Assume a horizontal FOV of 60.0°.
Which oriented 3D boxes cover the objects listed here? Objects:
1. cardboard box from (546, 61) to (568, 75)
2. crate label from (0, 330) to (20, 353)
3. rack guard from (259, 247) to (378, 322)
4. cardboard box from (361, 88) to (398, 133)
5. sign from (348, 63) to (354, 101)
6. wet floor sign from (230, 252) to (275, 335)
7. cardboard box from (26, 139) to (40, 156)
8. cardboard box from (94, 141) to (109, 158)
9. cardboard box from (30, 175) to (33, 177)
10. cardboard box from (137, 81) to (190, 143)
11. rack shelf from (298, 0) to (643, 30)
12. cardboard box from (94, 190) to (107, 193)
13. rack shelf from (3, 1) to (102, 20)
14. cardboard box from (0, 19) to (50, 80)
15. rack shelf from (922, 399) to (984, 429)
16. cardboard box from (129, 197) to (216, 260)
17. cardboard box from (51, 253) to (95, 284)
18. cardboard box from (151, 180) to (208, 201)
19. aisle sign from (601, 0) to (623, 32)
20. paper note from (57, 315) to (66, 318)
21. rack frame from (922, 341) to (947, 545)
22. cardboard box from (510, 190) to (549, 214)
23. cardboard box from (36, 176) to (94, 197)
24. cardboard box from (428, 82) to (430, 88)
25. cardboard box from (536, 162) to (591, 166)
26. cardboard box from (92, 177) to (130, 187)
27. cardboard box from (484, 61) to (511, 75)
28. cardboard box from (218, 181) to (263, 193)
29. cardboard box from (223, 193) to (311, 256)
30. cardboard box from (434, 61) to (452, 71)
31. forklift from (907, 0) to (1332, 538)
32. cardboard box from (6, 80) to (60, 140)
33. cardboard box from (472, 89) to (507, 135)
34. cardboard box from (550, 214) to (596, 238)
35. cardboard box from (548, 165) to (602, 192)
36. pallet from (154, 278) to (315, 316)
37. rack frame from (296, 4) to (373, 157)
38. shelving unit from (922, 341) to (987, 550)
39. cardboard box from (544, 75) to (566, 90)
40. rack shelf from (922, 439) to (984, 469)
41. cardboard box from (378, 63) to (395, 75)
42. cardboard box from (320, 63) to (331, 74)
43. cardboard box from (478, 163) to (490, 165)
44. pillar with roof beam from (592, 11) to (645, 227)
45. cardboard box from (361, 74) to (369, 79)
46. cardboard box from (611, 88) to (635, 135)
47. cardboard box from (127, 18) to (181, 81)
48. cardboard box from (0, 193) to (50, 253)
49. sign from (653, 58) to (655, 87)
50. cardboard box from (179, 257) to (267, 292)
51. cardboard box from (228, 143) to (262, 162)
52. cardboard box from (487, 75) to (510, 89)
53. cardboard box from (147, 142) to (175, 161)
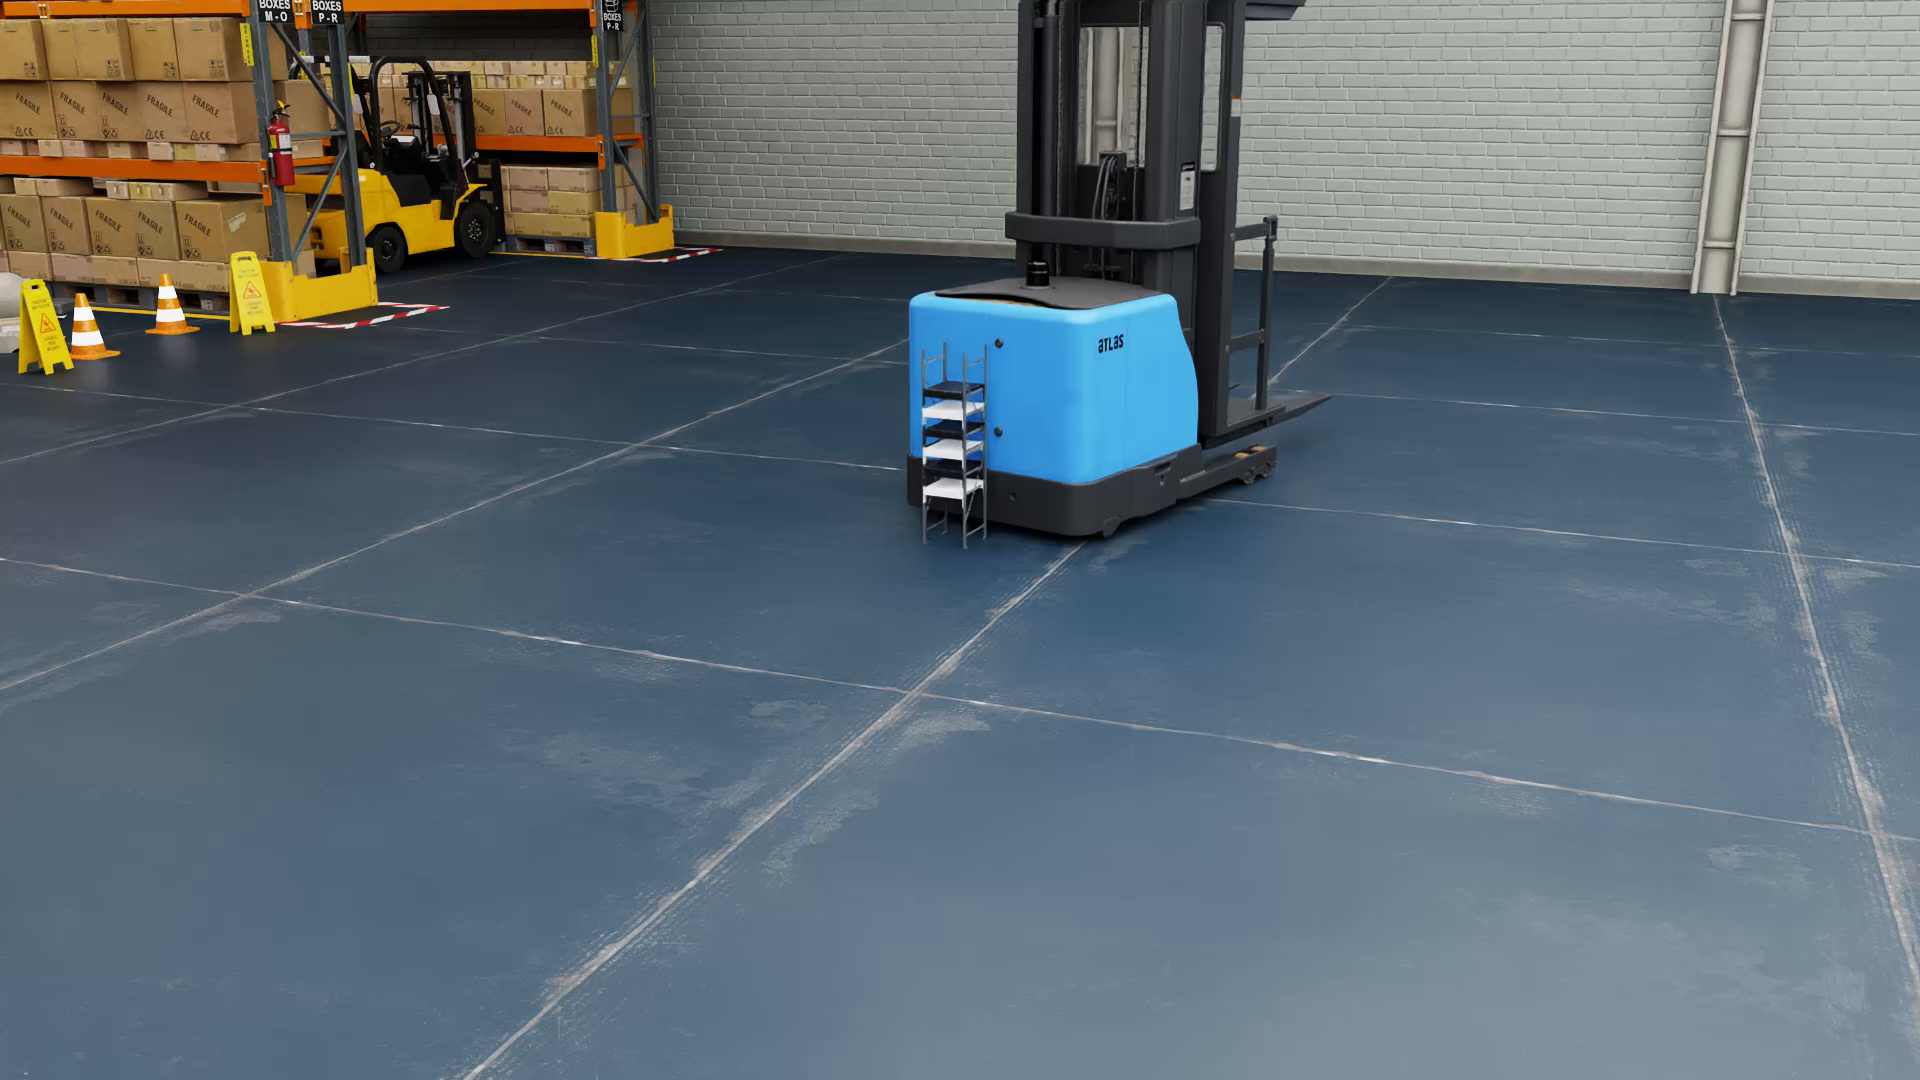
[{"bbox_3d":[-4.358,-5.216,18.385,0.250,0.149,0.380,6,17,21],"label":"cardboard box"},{"bbox_3d":[-7.243,-1.503,12.606,0.298,0.136,0.250,-2,16,-8],"label":"crate label"},{"bbox_3d":[-5.595,-2.234,14.473,0.348,0.500,1.175,6,17,21],"label":"rack guard"},{"bbox_3d":[-6.620,-5.010,19.371,0.500,0.500,0.500,7,17,22],"label":"cardboard box"},{"bbox_3d":[-5.325,-3.983,14.462,0.005,0.325,0.100,6,17,21],"label":"sign"},{"bbox_3d":[-5.740,-1.999,13.403,0.232,0.644,0.267,14,21,40],"label":"wet floor sign"},{"bbox_3d":[-8.081,-3.515,14.852,0.250,0.149,0.380,6,17,20],"label":"cardboard box"},{"bbox_3d":[-7.366,-3.450,14.630,0.250,0.149,0.380,6,17,21],"label":"cardboard box"},{"bbox_3d":[-12.083,-4.576,21.785,0.500,0.500,0.500,6,17,20],"label":"cardboard box"},{"bbox_3d":[-6.594,-3.654,14.168,0.500,0.500,0.500,6,17,21],"label":"cardboard box"},{"bbox_3d":[-5.567,-6.014,18.920,4.000,0.370,1.077,6,17,21],"label":"rack shelf"},{"bbox_3d":[-7.648,-2.983,15.402,0.500,0.500,0.500,7,18,24],"label":"cardboard box"},{"bbox_3d":[-13.009,-6.833,21.739,4.000,0.370,1.077,6,17,21],"label":"rack shelf"},{"bbox_3d":[-7.991,-4.290,14.563,0.500,0.500,0.700,6,17,19],"label":"cardboard box"},{"bbox_3d":[-0.024,-0.570,7.494,0.200,0.077,0.258,8,18,25],"label":"rack shelf"},{"bbox_3d":[-6.852,-2.735,14.548,0.500,0.500,0.500,7,18,23],"label":"cardboard box"},{"bbox_3d":[-7.800,-2.482,15.020,0.500,0.250,0.500,6,17,20],"label":"cardboard box"},{"bbox_3d":[-6.731,-3.014,14.346,0.250,0.149,0.380,7,18,22],"label":"cardboard box"},{"bbox_3d":[-3.753,-5.880,17.886,0.004,0.787,0.394,6,17,21],"label":"aisle sign"},{"bbox_3d":[-7.718,-1.902,14.171,0.148,0.019,0.142,0,16,1],"label":"paper note"},{"bbox_3d":[-0.115,-0.441,7.577,0.006,0.900,0.240,8,18,25],"label":"rack frame"},{"bbox_3d":[-4.737,-3.859,18.867,0.500,0.250,0.500,6,17,20],"label":"cardboard box"},{"bbox_3d":[-7.971,-3.151,14.819,0.250,0.149,0.380,7,18,24],"label":"cardboard box"},{"bbox_3d":[-6.047,-5.244,19.015,0.250,0.149,0.380,6,17,19],"label":"cardboard box"},{"bbox_3d":[-4.550,-4.224,19.230,0.500,0.250,0.500,6,17,21],"label":"cardboard box"},{"bbox_3d":[-10.573,-4.527,21.393,0.625,0.625,0.875,7,18,22],"label":"cardboard box"},{"bbox_3d":[-5.099,-5.279,18.600,0.250,0.149,0.380,7,18,22],"label":"cardboard box"},{"bbox_3d":[-8.636,-4.317,20.670,0.625,0.625,0.875,6,17,20],"label":"cardboard box"},{"bbox_3d":[-6.196,-2.825,14.857,0.500,0.500,0.500,6,17,19],"label":"cardboard box"},{"bbox_3d":[-5.774,-5.385,18.965,0.250,0.149,0.380,6,17,21],"label":"cardboard box"},{"bbox_3d":[1.028,-1.770,8.512,1.130,2.935,3.031,12,20,35],"label":"forklift"},{"bbox_3d":[-8.001,-3.810,14.703,0.500,0.500,0.500,6,17,20],"label":"cardboard box"},{"bbox_3d":[-5.217,-4.853,18.830,0.500,0.500,0.500,6,17,20],"label":"cardboard box"},{"bbox_3d":[-4.260,-3.562,18.742,0.500,0.250,0.500,6,17,21],"label":"cardboard box"},{"bbox_3d":[-4.249,-4.042,18.603,0.500,0.250,0.500,7,18,22],"label":"cardboard box"},{"bbox_3d":[-6.338,-2.188,14.831,1.213,0.211,1.003,6,17,21],"label":"pallet"},{"bbox_3d":[-7.428,-5.124,19.943,0.127,3.000,1.000,6,17,21],"label":"rack frame"},{"bbox_3d":[-0.023,-0.429,7.535,0.210,0.900,0.258,8,18,25],"label":"shelving unit"},{"bbox_3d":[-4.381,-5.055,18.365,0.250,0.149,0.380,7,17,22],"label":"cardboard box"},{"bbox_3d":[-0.023,-0.397,7.544,0.200,0.077,0.258,8,18,25],"label":"rack shelf"},{"bbox_3d":[-6.521,-5.437,19.144,0.250,0.149,0.380,7,17,22],"label":"cardboard box"},{"bbox_3d":[-7.240,-5.517,19.420,0.250,0.149,0.380,7,17,22],"label":"cardboard box"},{"bbox_3d":[-5.668,-4.196,19.131,0.500,0.250,0.500,6,17,20],"label":"cardboard box"},{"bbox_3d":[-5.603,-6.784,14.902,0.400,9.000,9.100,6,17,21],"label":"pillar with roof beam"},{"bbox_3d":[-6.734,-5.337,19.335,0.250,0.149,0.380,6,17,21],"label":"cardboard box"},{"bbox_3d":[-4.066,-4.885,18.942,0.500,0.500,0.500,7,18,22],"label":"cardboard box"},{"bbox_3d":[-6.548,-4.147,14.073,0.500,0.500,0.700,6,17,21],"label":"cardboard box"},{"bbox_3d":[-8.293,-2.895,15.100,0.500,0.500,0.500,7,18,23],"label":"cardboard box"},{"bbox_3d":[-3.497,-5.312,18.896,0.005,0.325,0.100,6,17,21],"label":"sign"},{"bbox_3d":[-6.397,-2.323,14.476,0.500,0.250,0.500,6,17,20],"label":"cardboard box"},{"bbox_3d":[-5.951,-3.289,14.074,0.250,0.149,0.380,7,18,22],"label":"cardboard box"},{"bbox_3d":[-5.092,-5.141,18.660,0.250,0.149,0.380,6,17,19],"label":"cardboard box"},{"bbox_3d":[-6.708,-3.336,14.237,0.250,0.149,0.380,7,17,22],"label":"cardboard box"}]
